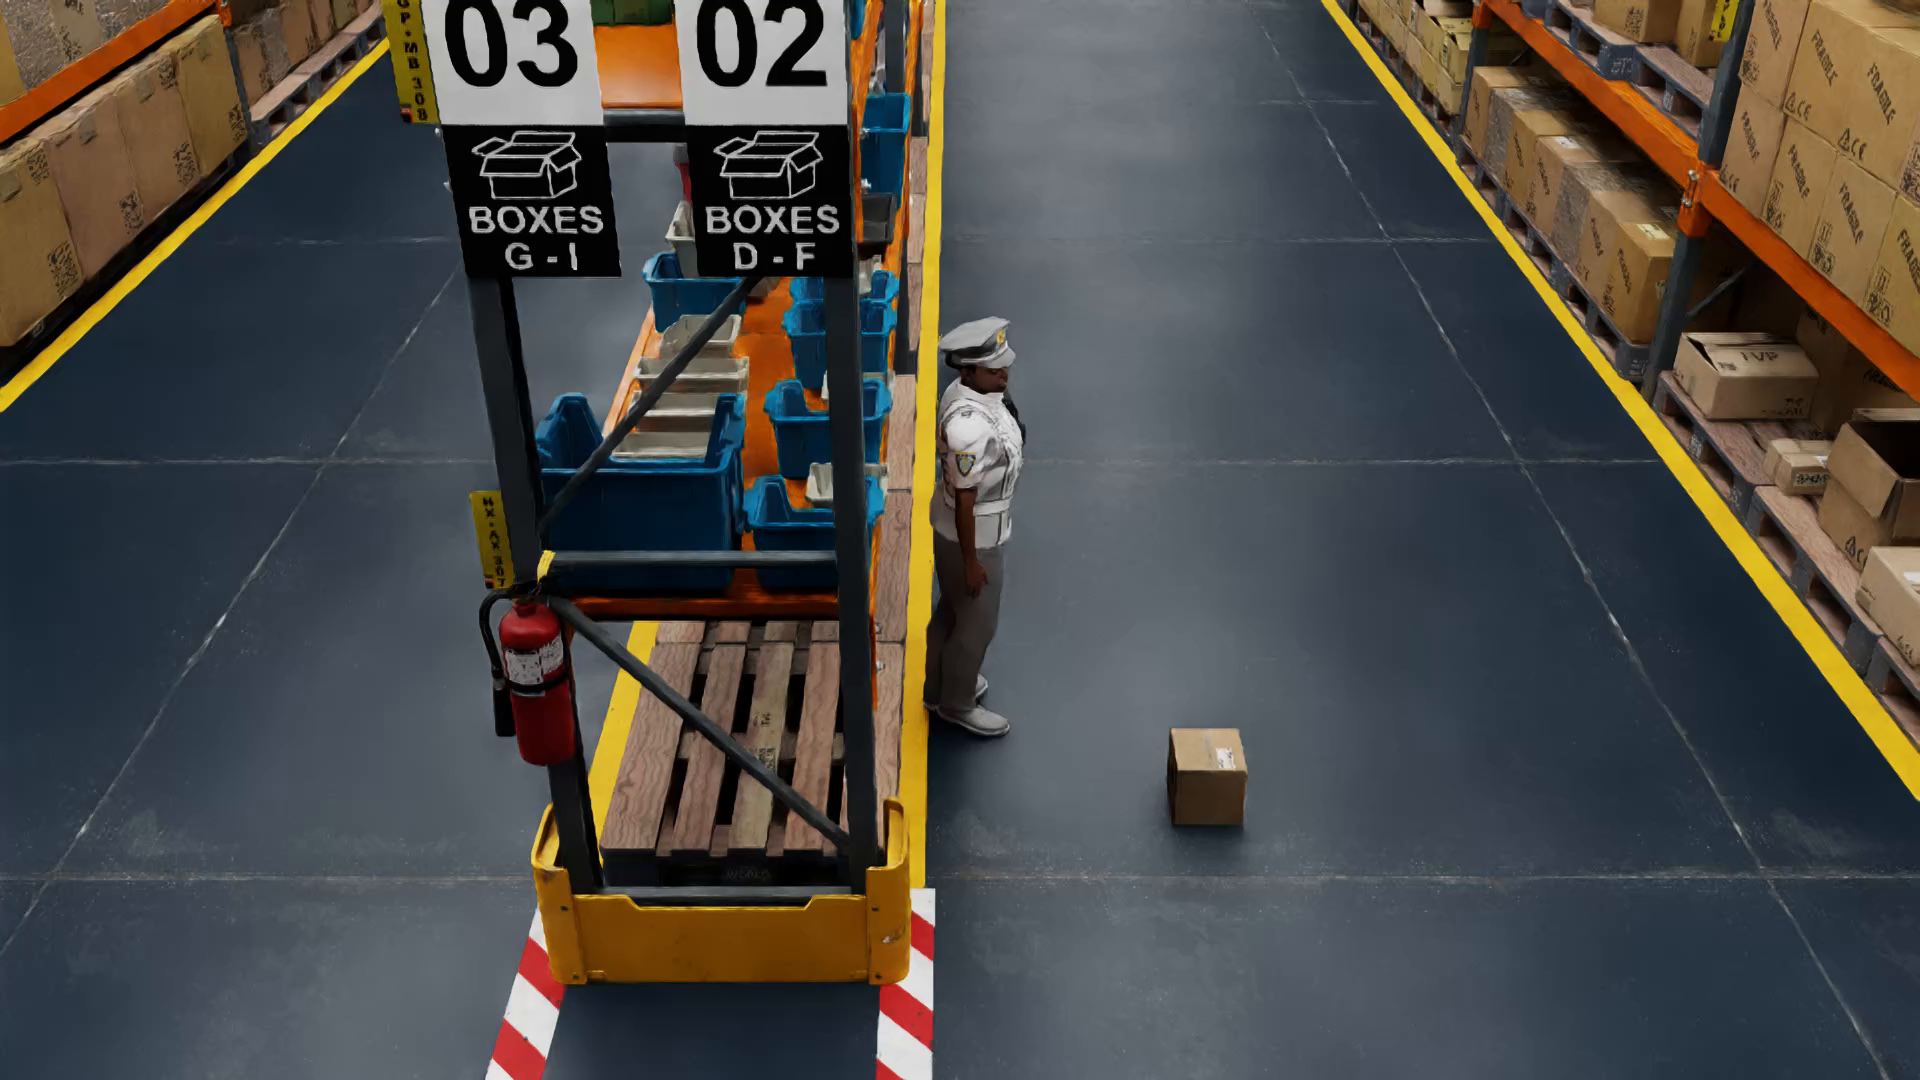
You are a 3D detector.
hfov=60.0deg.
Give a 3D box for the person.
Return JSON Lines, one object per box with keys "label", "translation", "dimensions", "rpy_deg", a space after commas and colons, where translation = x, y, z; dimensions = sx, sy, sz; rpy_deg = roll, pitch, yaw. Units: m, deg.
{"label": "person", "translation": [0.050, -0.031, 6.173], "dimensions": [0.392, 1.681, 0.482], "rpy_deg": [-1, 32, -1]}
